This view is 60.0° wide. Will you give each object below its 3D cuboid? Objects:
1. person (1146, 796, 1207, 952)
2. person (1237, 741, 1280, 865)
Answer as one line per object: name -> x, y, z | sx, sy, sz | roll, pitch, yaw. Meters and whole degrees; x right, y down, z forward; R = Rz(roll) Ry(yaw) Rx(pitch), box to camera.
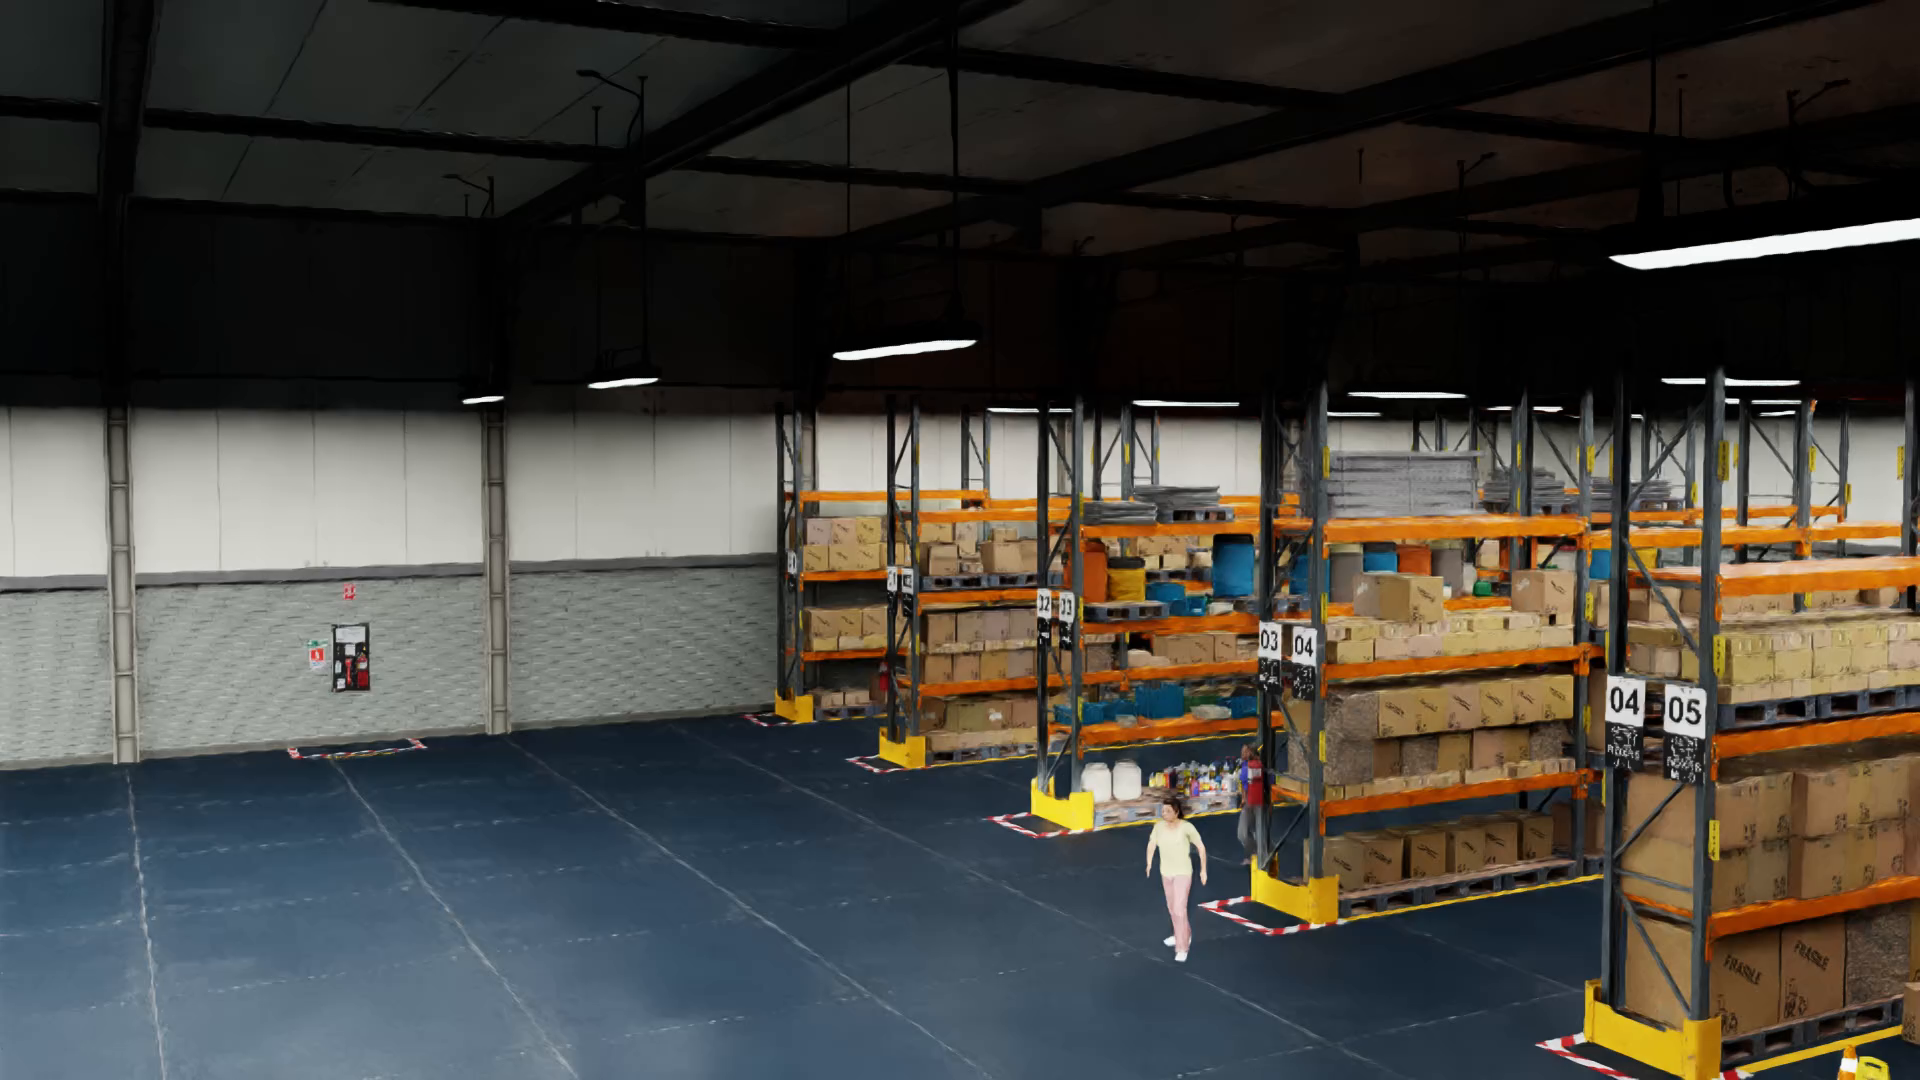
person -> 2.211, 3.358, 16.929 | 0.571, 1.546, 0.729 | 3, 4, 41
person -> 3.615, 3.193, 20.220 | 0.513, 1.539, 0.592 | -2, 4, -30
